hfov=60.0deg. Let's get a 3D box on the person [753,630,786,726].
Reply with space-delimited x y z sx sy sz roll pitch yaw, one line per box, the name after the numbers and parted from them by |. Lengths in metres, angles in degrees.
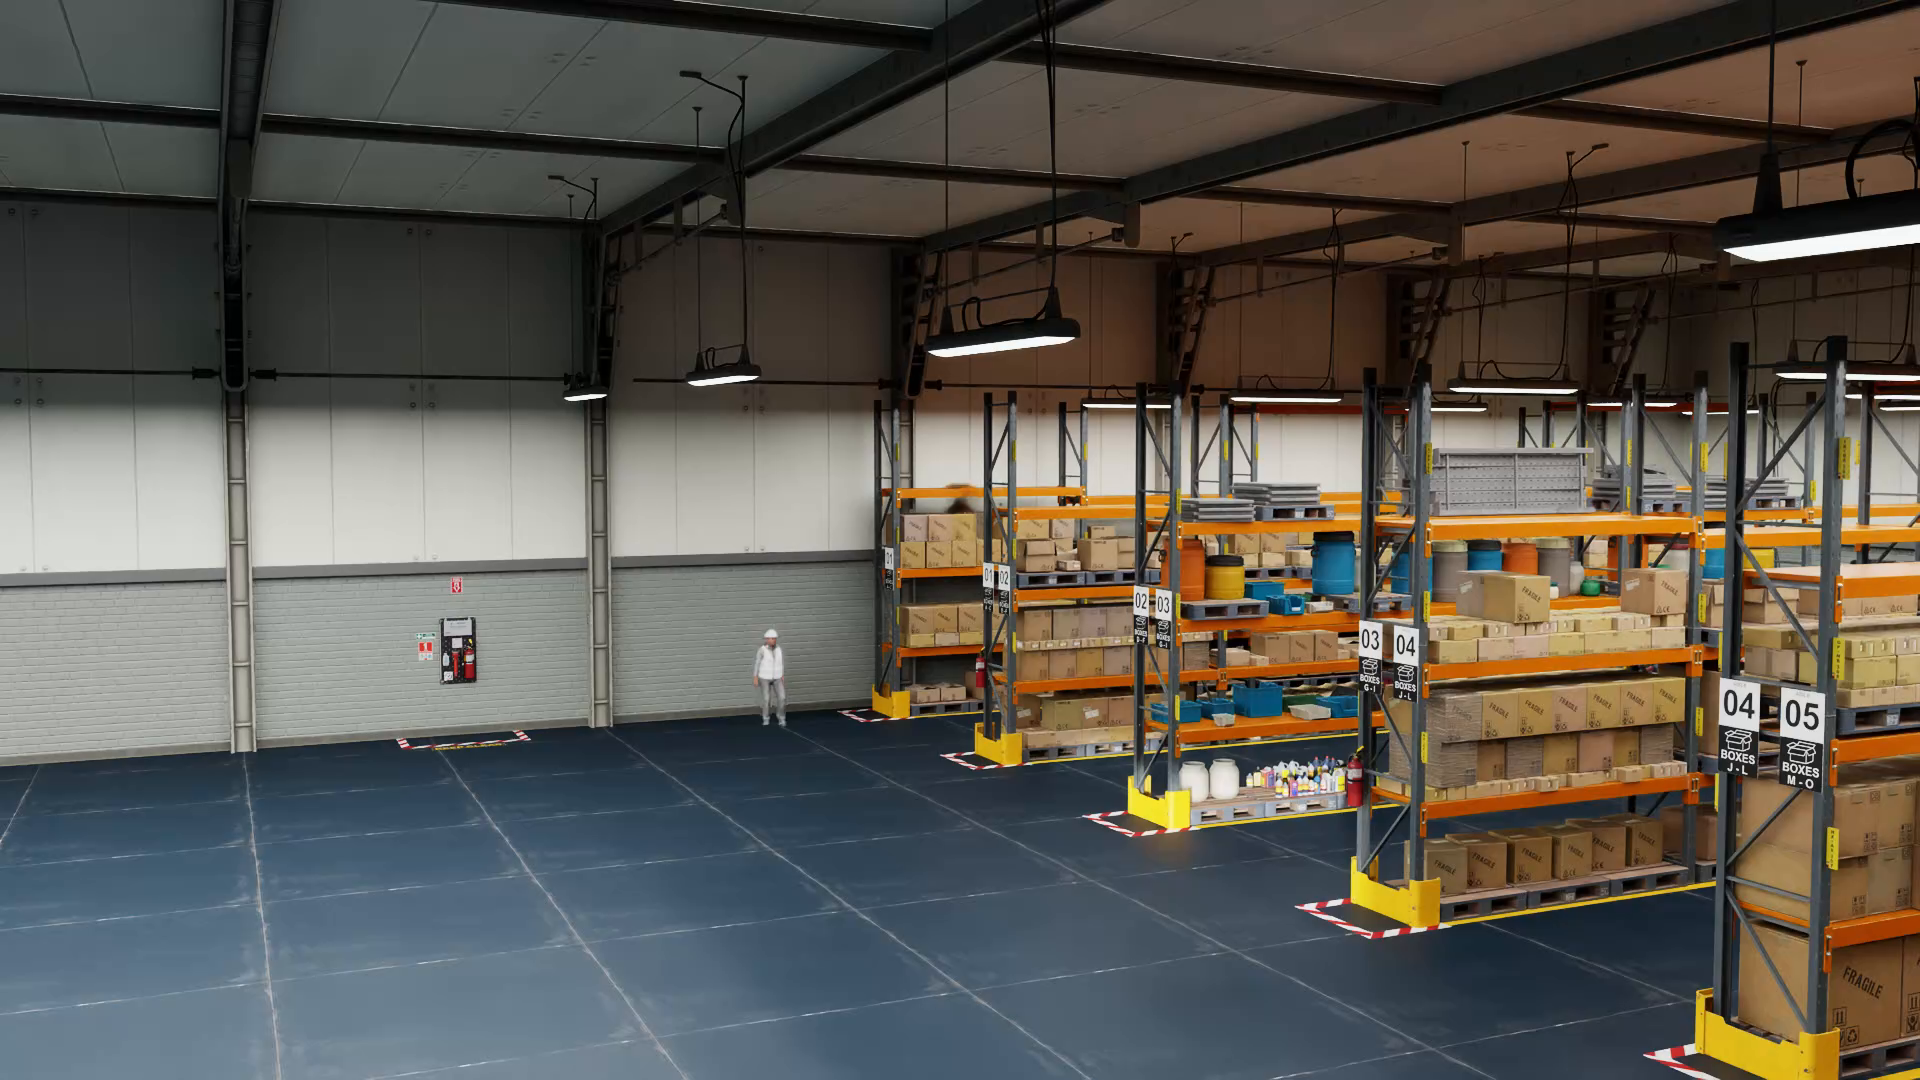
-3.496 2.529 30.440 0.638 1.791 0.409 -2 4 -28 | person
